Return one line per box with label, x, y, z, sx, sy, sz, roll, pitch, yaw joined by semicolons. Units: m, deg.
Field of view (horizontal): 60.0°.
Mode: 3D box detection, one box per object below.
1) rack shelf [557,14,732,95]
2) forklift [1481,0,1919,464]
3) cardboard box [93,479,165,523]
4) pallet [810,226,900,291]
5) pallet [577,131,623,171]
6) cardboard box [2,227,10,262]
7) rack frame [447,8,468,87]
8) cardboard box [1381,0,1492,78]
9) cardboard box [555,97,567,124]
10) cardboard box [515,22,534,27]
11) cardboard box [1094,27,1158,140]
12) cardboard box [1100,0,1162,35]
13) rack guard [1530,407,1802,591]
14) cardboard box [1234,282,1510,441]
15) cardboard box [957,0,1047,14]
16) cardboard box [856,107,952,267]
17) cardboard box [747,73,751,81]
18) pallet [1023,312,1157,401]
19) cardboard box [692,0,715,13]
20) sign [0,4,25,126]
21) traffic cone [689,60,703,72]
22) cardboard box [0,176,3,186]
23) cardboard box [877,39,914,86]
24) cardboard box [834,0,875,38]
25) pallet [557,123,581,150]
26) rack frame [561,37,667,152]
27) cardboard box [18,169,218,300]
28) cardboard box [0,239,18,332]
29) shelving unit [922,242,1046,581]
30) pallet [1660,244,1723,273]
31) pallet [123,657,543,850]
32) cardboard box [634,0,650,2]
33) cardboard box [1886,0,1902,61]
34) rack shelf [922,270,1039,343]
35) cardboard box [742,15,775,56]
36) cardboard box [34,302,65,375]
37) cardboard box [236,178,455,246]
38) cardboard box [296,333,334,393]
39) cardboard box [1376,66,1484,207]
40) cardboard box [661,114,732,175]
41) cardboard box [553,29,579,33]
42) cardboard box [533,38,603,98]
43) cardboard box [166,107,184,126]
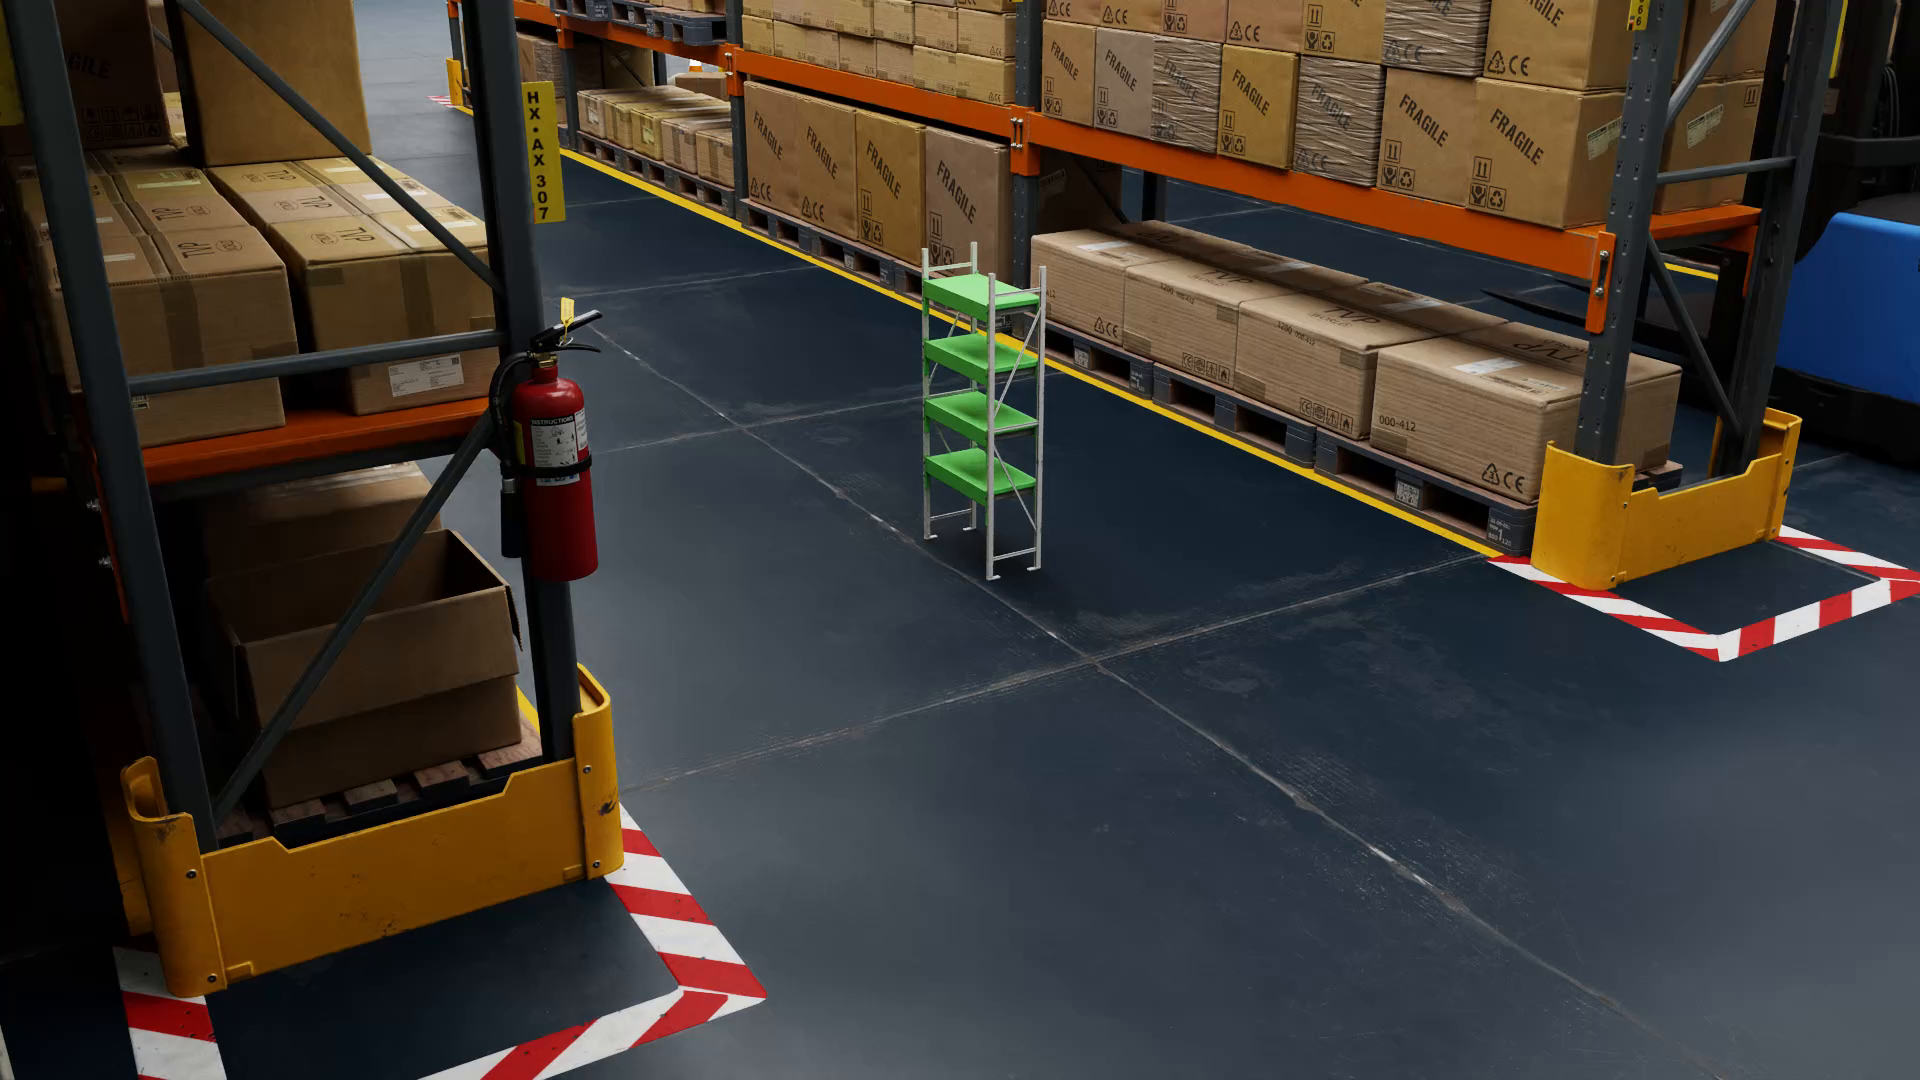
rack shelf;-2.302;-4.265;14.276;1.077;0.370;4.000;-13;25;-28
forklift;4.124;-2.203;8.339;1.130;2.935;3.031;-12;25;-27
cardboard box;-3.146;-0.174;6.485;0.380;0.149;0.250;-13;25;-29
pallet;-0.323;-1.995;11.439;1.003;0.211;1.213;-13;25;-28
pallet;-2.924;-3.702;15.639;1.003;0.211;1.213;-13;25;-28
cardboard box;-4.636;-1.512;8.447;0.380;0.149;0.250;-12;25;-27
rack frame;-5.366;-6.541;18.919;1.000;3.000;0.127;-13;25;-28
cardboard box;2.063;-2.144;6.643;0.500;0.500;0.500;-13;25;-28
cardboard box;-3.856;-4.306;16.516;0.500;0.250;0.500;-11;25;-26
cardboard box;-4.909;-5.318;18.010;0.500;0.500;0.500;-14;26;-30
cardboard box;1.031;-2.336;8.443;0.500;0.500;0.500;-12;25;-28
cardboard box;1.051;-2.800;8.256;0.500;0.500;0.500;-13;25;-29
rack guard;2.819;-0.195;6.628;1.175;0.500;0.348;-13;25;-28
cardboard box;1.909;-0.858;7.783;0.875;0.438;0.875;-12;25;-27
cardboard box;0.319;-3.262;9.392;0.500;0.500;0.500;-12;25;-27
cardboard box;-0.090;-2.342;10.855;0.875;0.875;0.875;-12;25;-27
cardboard box;-2.293;-5.302;19.189;0.637;0.503;0.797;8;23;18
pallet;1.085;-1.103;9.245;1.003;0.211;1.213;-13;25;-28
cardboard box;-1.849;-4.163;12.845;0.380;0.149;0.250;-12;25;-27
sign;-1.946;-0.988;3.301;0.100;0.325;0.005;-13;25;-28
traffic cone;-3.257;-5.798;20.461;0.336;0.463;0.334;-13;25;-28
cardboard box;-3.481;-1.556;6.460;0.500;0.250;0.500;-13;25;-29
cardboard box;-0.183;-3.015;10.446;0.500;0.250;0.500;-13;26;-30
cardboard box;-0.479;-3.403;10.737;0.500;0.250;0.500;-12;25;-27
pallet;-3.697;-4.164;16.777;1.003;0.211;1.213;-13;25;-28
rack frame;-3.323;-5.246;15.734;1.000;3.000;0.127;-13;25;-28
cardboard box;-2.433;-0.900;4.846;0.500;0.250;0.500;-12;25;-27
cardboard box;-4.793;-1.343;8.894;0.500;0.500;0.500;-14;26;-30
shelving unit;0.085;-0.502;6.454;0.258;1.200;0.503;-13;25;-28
pallet;5.341;-2.138;11.792;1.003;0.211;1.213;-13;25;-28
pallet;-1.906;0.604;5.045;1.003;0.211;1.213;-13;25;-28
cardboard box;-2.509;-4.576;13.862;0.380;0.149;0.250;-14;26;-30
cardboard box;5.788;-3.119;9.975;0.500;0.500;0.500;-11;25;-26
rack shelf;0.085;-0.888;6.297;0.258;0.148;0.480;-13;25;-28
cardboard box;-1.246;-3.675;12.067;0.500;0.250;0.500;-13;26;-29
cardboard box;-2.323;-0.582;4.593;0.380;0.149;0.250;-13;25;-28
cardboard box;-1.717;-0.835;4.687;0.500;0.250;0.500;-12;25;-28
cardboard box;-1.560;-0.521;4.444;0.380;0.149;0.250;-12;25;-27
cardboard box;2.089;-1.678;6.824;0.500;0.500;0.500;-13;26;-29
cardboard box;-1.944;-3.350;14.002;0.950;0.372;0.625;-13;26;-29
cardboard box;-3.939;-5.096;17.463;0.500;0.500;0.500;-11;25;-25
cardboard box;-3.856;-4.654;16.375;0.500;0.500;0.500;-13;25;-29
cardboard box;-2.763;-1.491;6.300;0.500;0.250;0.500;-13;25;-28
